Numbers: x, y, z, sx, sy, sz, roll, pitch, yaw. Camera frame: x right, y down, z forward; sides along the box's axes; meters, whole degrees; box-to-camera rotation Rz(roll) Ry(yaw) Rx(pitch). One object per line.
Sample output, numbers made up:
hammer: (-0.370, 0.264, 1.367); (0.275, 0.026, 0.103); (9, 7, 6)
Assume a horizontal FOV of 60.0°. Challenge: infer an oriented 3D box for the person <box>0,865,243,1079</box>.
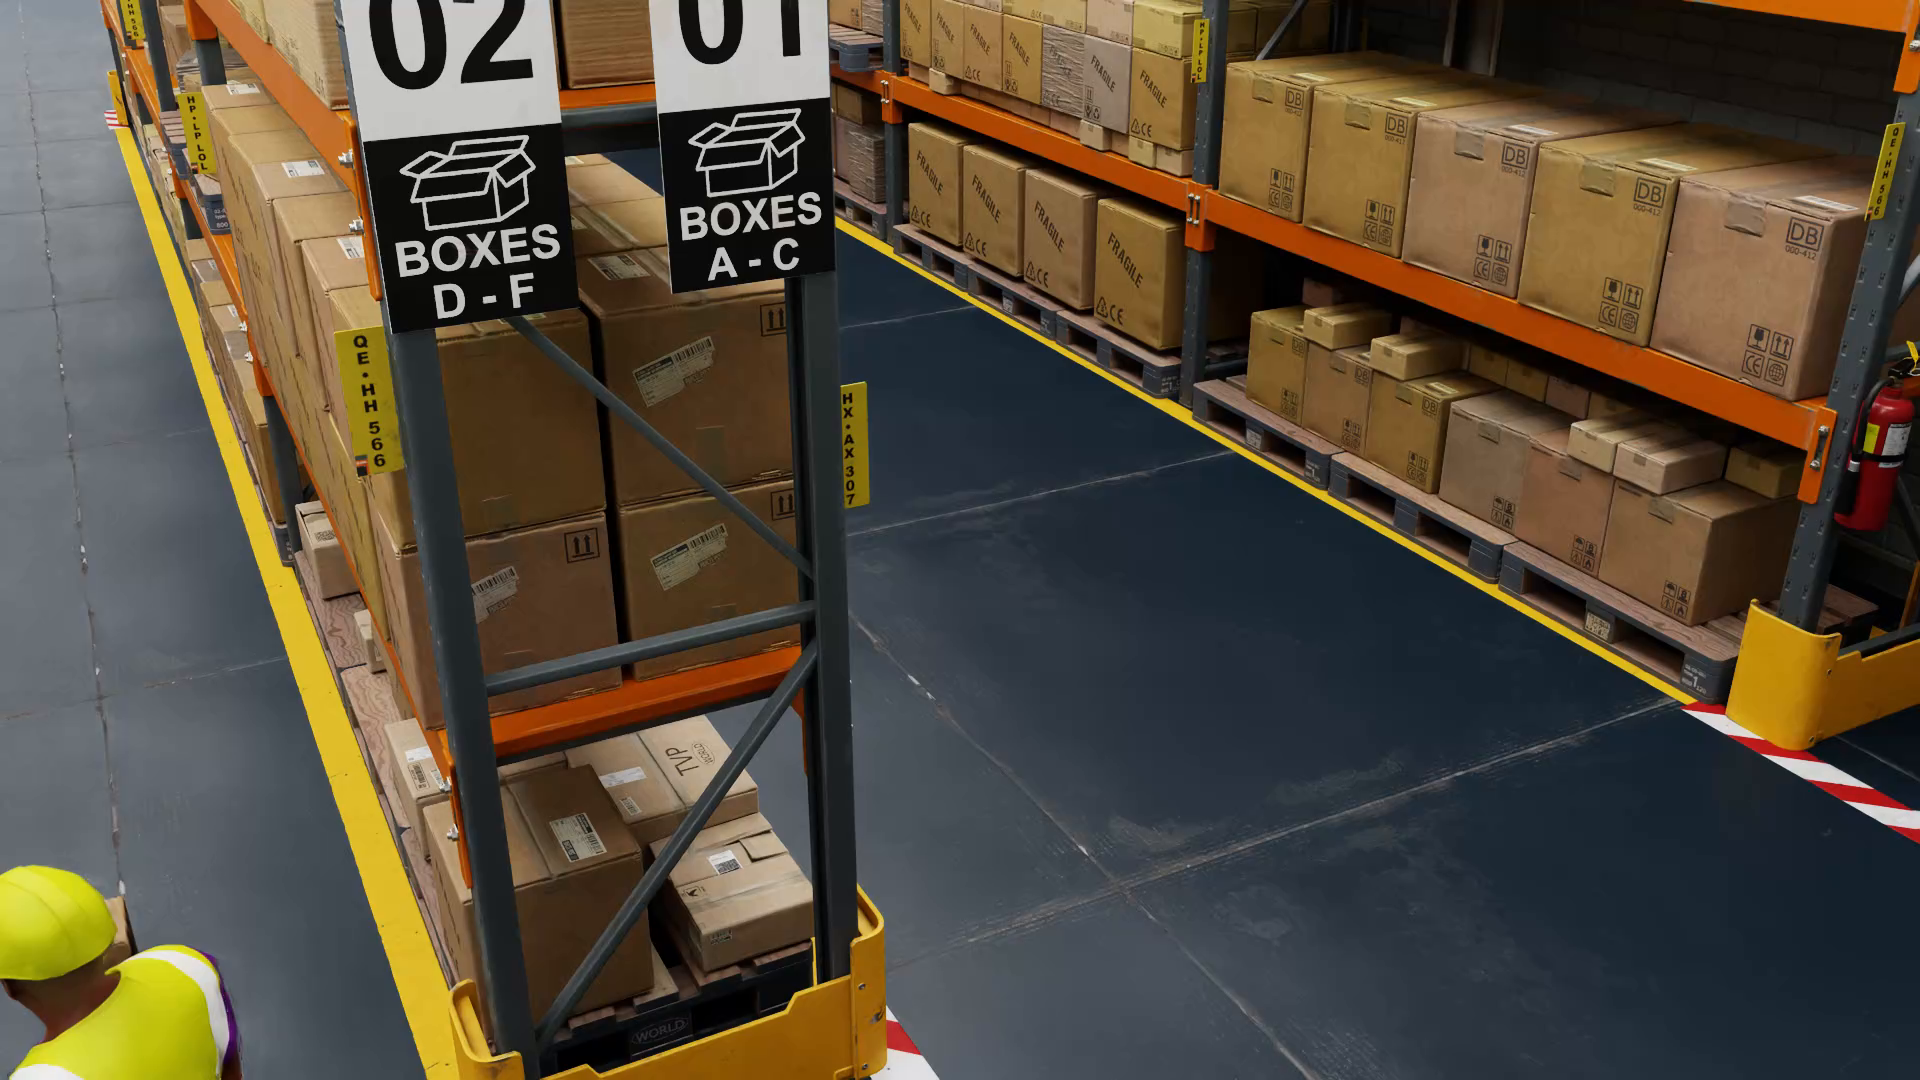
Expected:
person: (-1.456, 1.382, 3.168); (0.718, 1.746, 0.629); (7, 26, 14)
